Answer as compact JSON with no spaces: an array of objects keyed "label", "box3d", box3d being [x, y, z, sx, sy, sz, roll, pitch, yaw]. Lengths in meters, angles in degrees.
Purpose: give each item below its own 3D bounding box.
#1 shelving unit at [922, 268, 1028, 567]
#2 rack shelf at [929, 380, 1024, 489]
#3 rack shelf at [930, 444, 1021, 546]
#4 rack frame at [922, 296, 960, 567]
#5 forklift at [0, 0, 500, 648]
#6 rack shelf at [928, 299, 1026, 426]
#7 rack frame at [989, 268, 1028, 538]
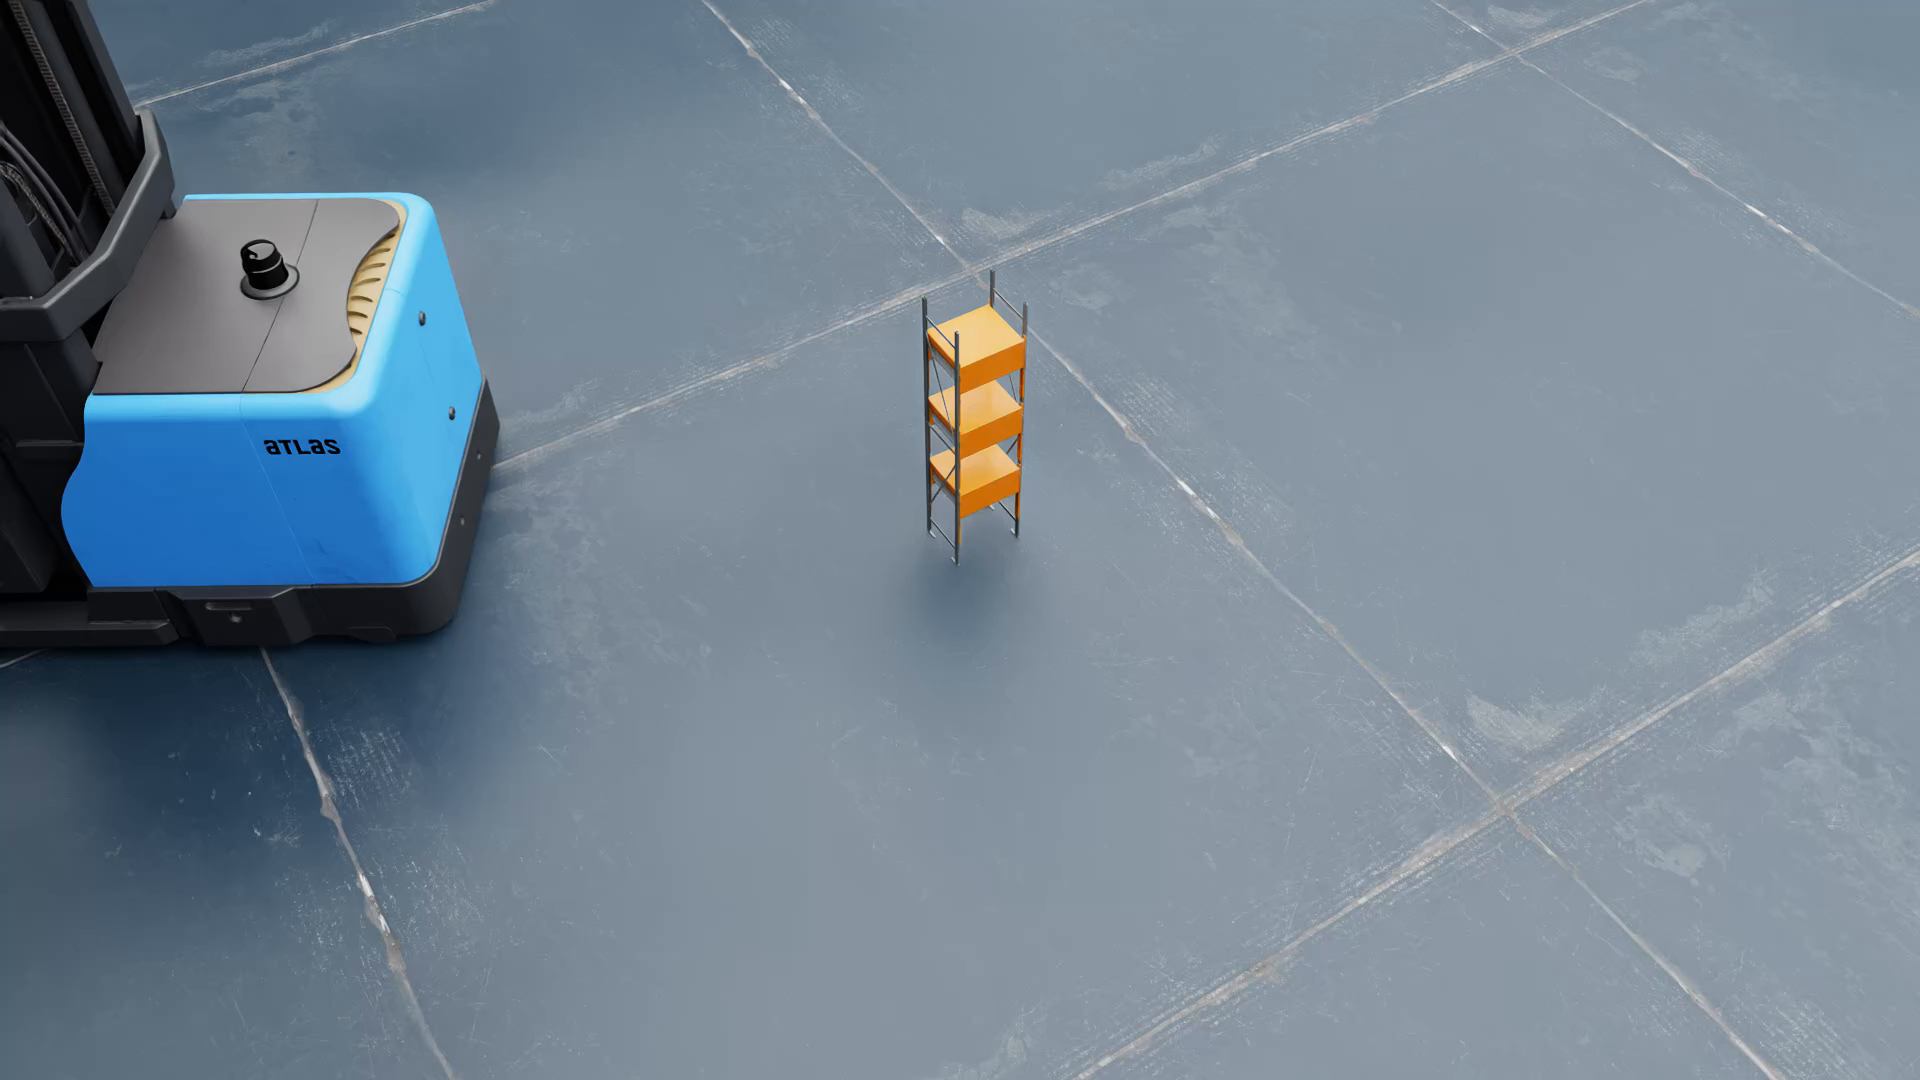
[{"label":"shelving unit","box3d":[0.045,-0.370,5.377,0.252,1.050,0.215,-25,53,-21]},{"label":"rack shelf","box3d":[0.045,-0.363,5.385,0.240,0.259,0.215,-25,53,-21]},{"label":"rack shelf","box3d":[0.045,-0.179,5.592,0.240,0.259,0.215,-25,53,-21]},{"label":"rack frame","box3d":[-0.058,-0.322,5.334,0.008,1.050,0.200,-25,53,-21]},{"label":"forklift","box3d":[-3.172,-0.997,4.675,3.031,2.935,1.130,-1,48,-1]},{"label":"rack shelf","box3d":[0.045,-0.552,5.173,0.240,0.259,0.215,-25,53,-21]},{"label":"rack frame","box3d":[0.148,-0.419,5.420,0.008,1.050,0.200,-25,53,-21]}]
